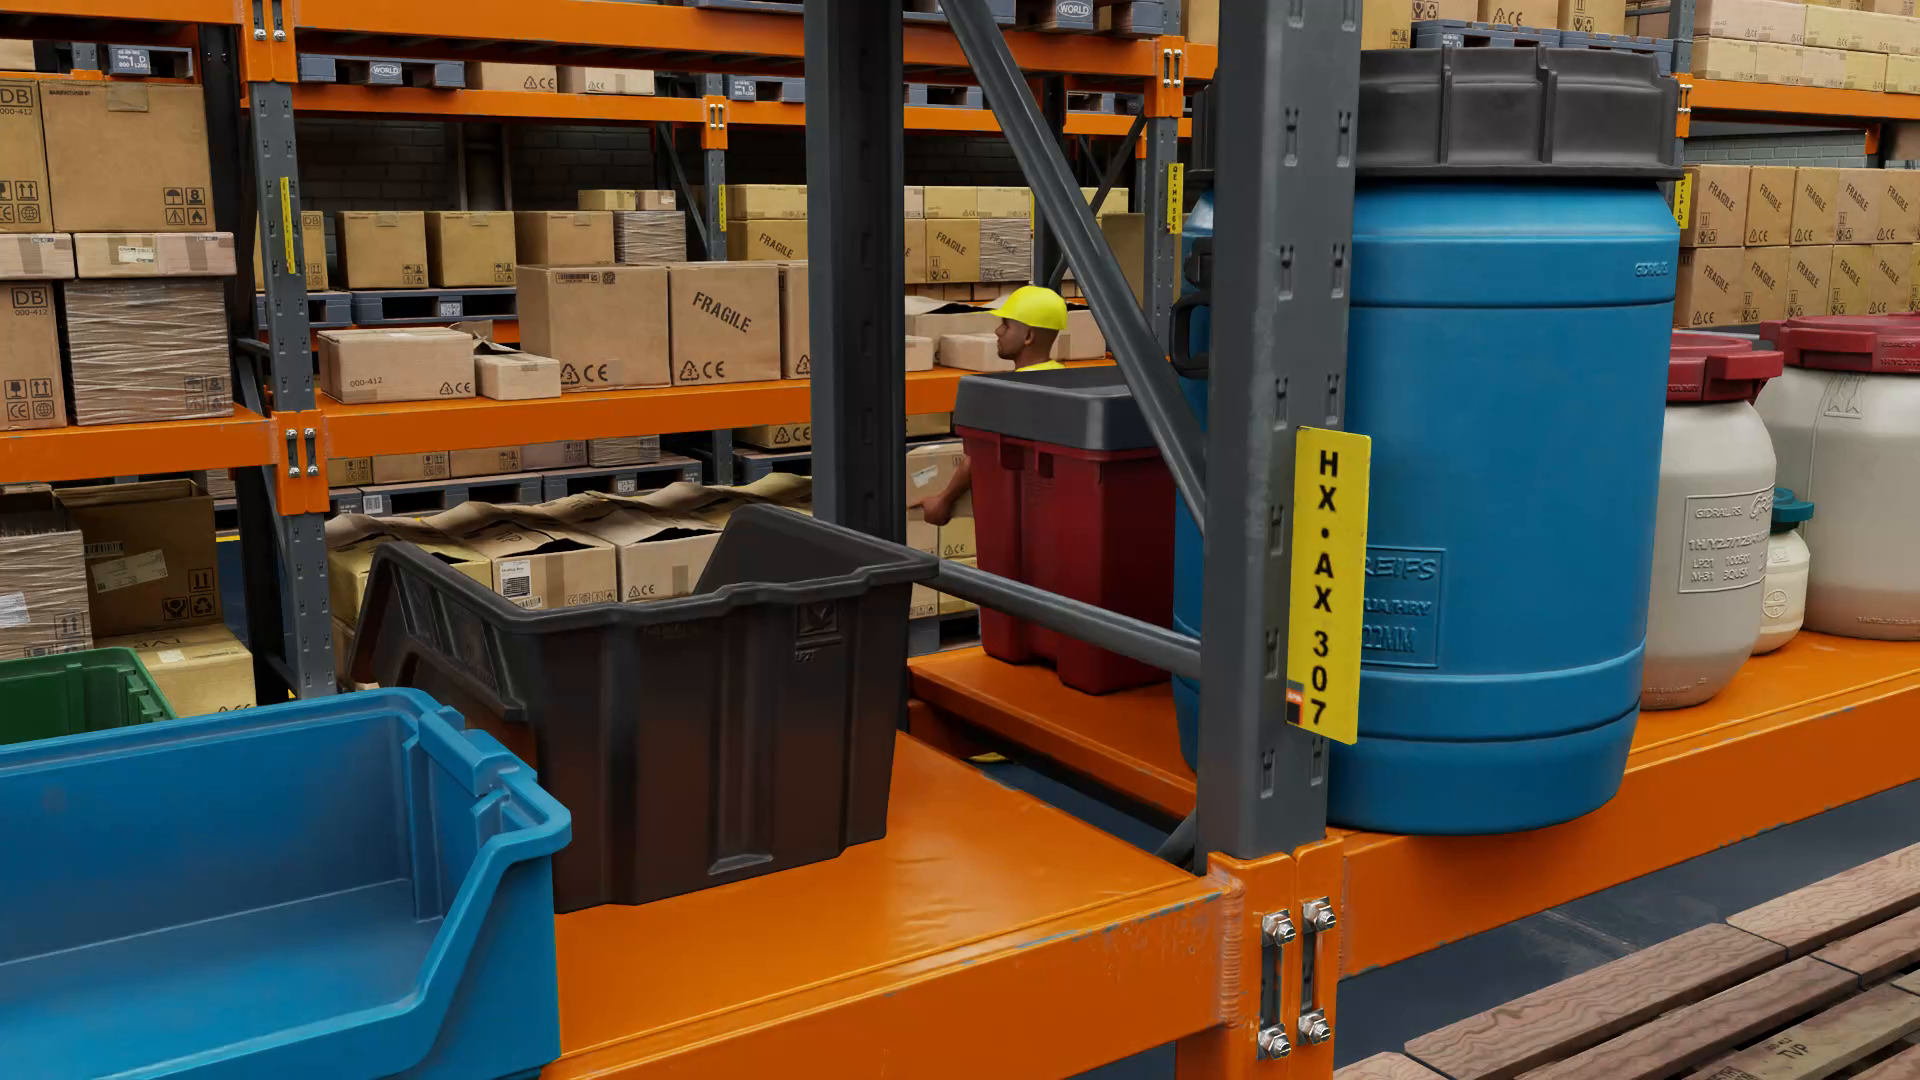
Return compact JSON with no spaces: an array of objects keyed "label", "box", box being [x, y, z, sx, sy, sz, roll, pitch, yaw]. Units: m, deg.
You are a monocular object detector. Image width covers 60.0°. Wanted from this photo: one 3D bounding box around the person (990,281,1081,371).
[{"label":"person","box":[0.166,-0.075,6.212,0.574,1.769,0.657,3,12,14]}]
